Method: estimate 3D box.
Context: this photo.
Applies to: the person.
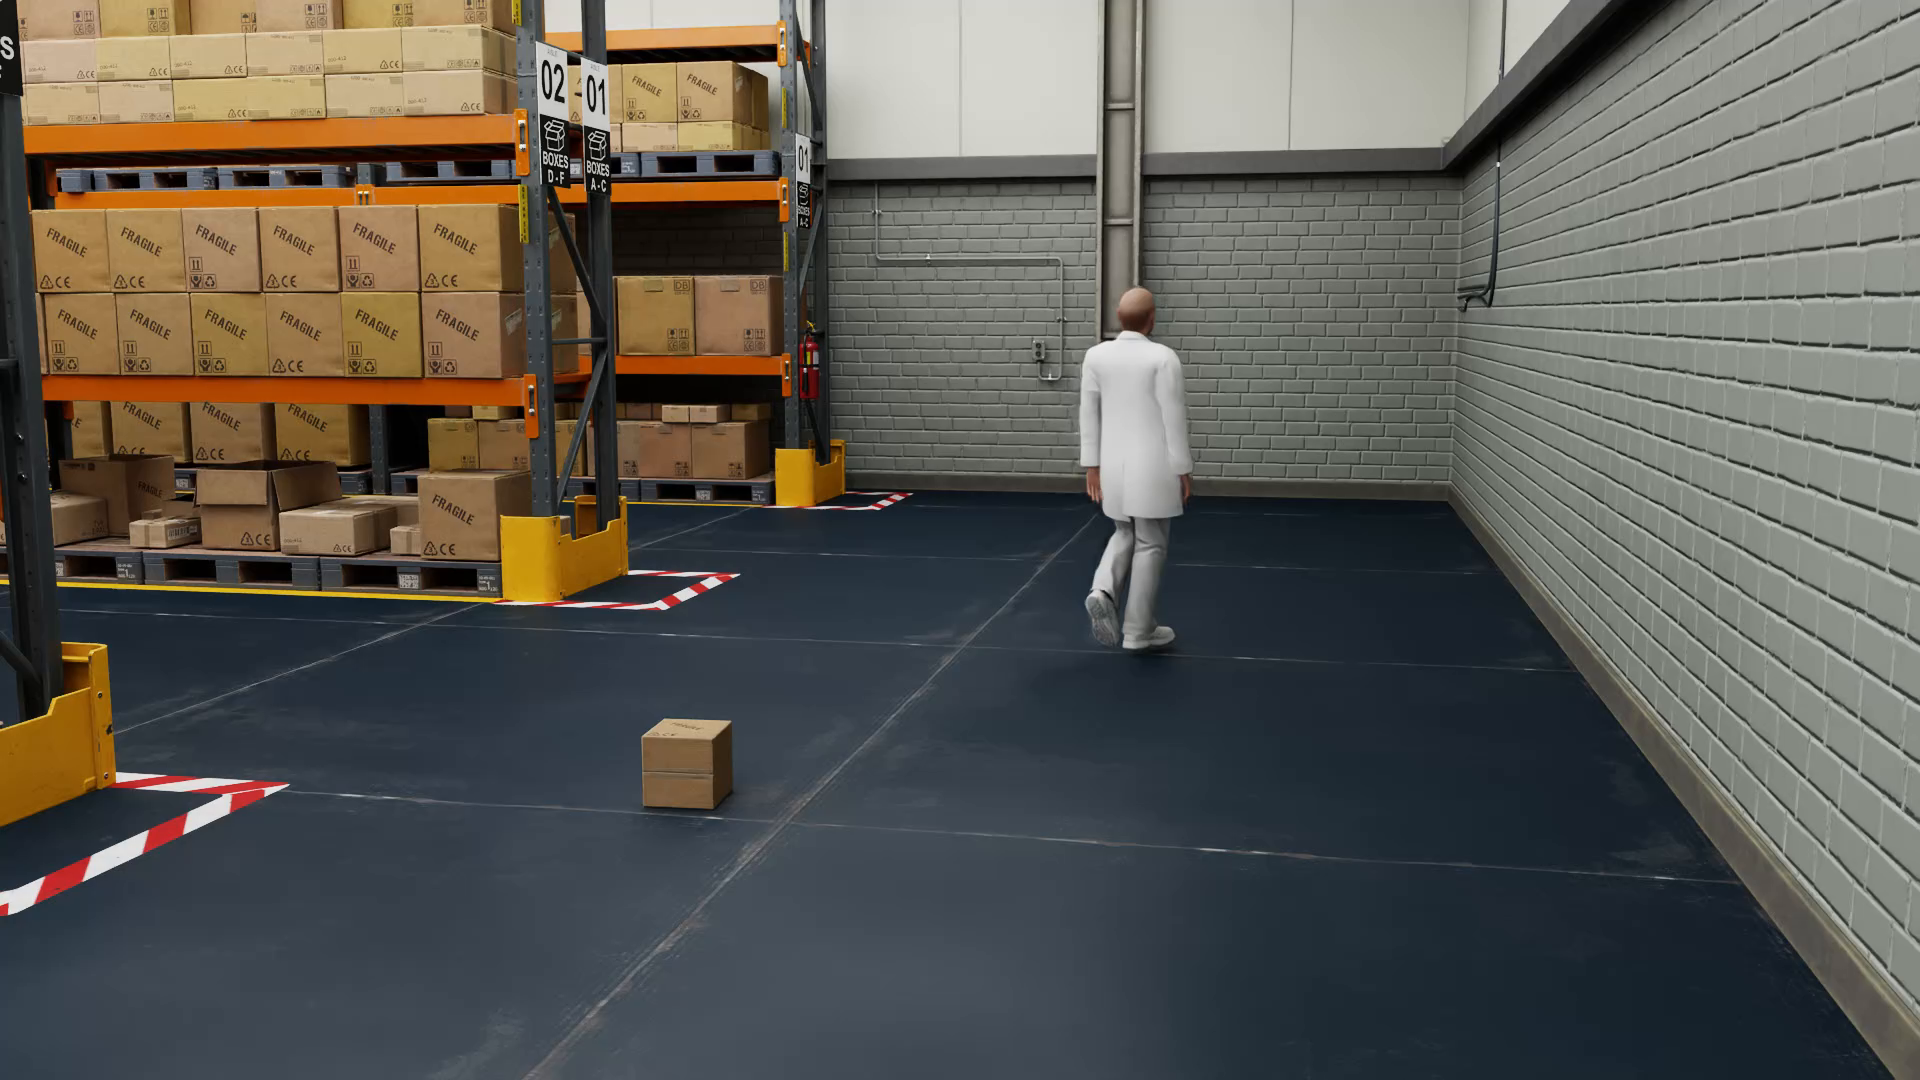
[{"bbox_3d":[0.876,-0.340,8.199,0.577,1.785,0.529,6,10,38],"label":"person"}]
